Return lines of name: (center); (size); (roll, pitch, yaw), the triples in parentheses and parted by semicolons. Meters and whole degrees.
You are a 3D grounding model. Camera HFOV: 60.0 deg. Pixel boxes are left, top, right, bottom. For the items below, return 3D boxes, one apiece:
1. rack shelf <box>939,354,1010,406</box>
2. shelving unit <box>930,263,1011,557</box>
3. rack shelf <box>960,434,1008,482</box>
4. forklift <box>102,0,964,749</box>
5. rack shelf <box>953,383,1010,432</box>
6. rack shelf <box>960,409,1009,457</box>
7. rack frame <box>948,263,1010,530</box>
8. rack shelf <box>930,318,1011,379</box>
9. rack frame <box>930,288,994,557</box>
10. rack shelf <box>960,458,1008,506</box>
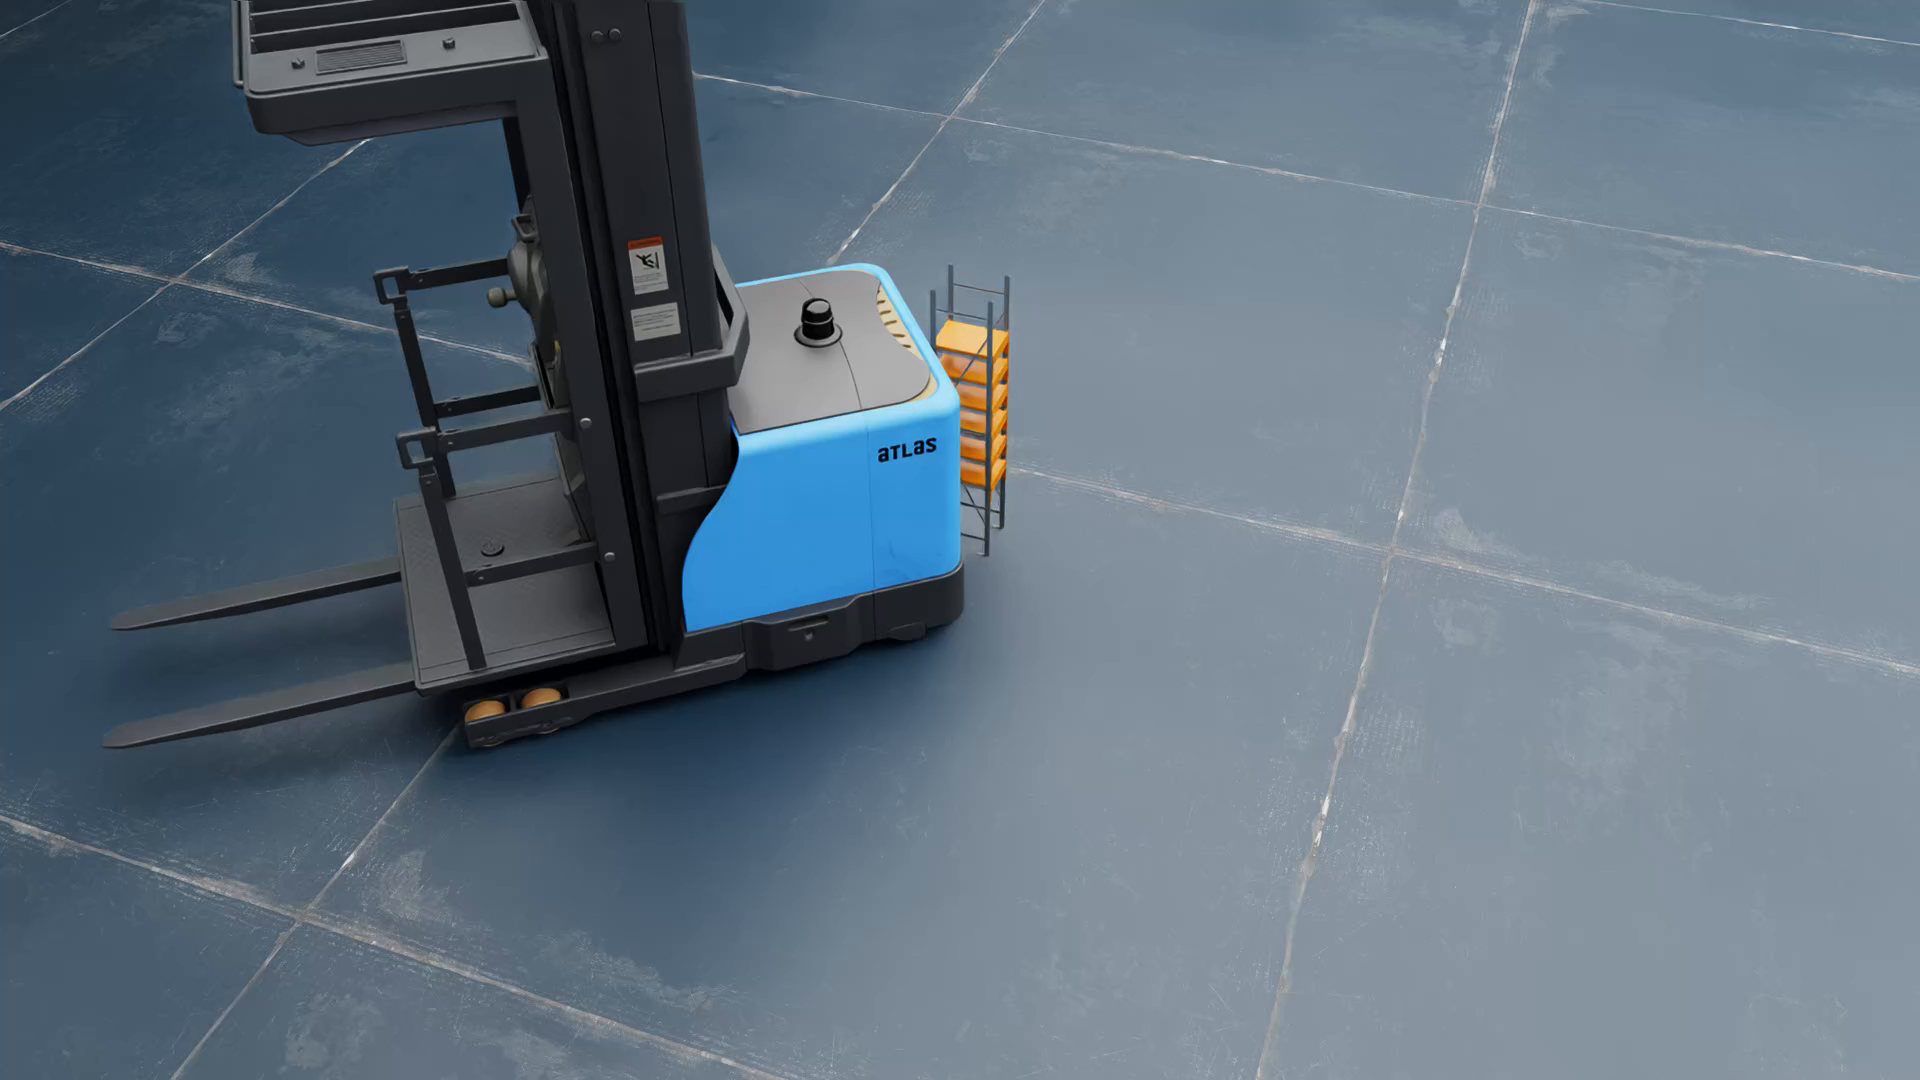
rack shelf: (0.037, -0.621, 6.251); (0.258, 0.103, 0.180); (14, 42, 15)
shelving unit: (0.037, -0.472, 6.378); (0.258, 1.200, 0.189); (14, 42, 15)
rack shelf: (0.037, -0.347, 6.485); (0.258, 0.103, 0.180); (14, 42, 15)
forklift: (-1.559, -0.770, 5.394); (3.031, 2.935, 1.130); (-12, 42, -14)
rack shelf: (0.037, -0.529, 6.329); (0.258, 0.103, 0.180); (14, 42, 15)
rack shelf: (0.037, -0.438, 6.407); (0.258, 0.103, 0.180); (14, 42, 15)
rack frame: (0.069, -0.528, 6.444); (0.240, 1.200, 0.006); (14, 42, 15)
rack shelf: (0.037, -0.712, 6.174); (0.258, 0.103, 0.180); (14, 42, 15)
rack frame: (0.005, -0.416, 6.313); (0.240, 1.200, 0.006); (14, 42, 15)
rack shelf: (0.037, -0.255, 6.563); (0.258, 0.103, 0.180); (14, 42, 15)
